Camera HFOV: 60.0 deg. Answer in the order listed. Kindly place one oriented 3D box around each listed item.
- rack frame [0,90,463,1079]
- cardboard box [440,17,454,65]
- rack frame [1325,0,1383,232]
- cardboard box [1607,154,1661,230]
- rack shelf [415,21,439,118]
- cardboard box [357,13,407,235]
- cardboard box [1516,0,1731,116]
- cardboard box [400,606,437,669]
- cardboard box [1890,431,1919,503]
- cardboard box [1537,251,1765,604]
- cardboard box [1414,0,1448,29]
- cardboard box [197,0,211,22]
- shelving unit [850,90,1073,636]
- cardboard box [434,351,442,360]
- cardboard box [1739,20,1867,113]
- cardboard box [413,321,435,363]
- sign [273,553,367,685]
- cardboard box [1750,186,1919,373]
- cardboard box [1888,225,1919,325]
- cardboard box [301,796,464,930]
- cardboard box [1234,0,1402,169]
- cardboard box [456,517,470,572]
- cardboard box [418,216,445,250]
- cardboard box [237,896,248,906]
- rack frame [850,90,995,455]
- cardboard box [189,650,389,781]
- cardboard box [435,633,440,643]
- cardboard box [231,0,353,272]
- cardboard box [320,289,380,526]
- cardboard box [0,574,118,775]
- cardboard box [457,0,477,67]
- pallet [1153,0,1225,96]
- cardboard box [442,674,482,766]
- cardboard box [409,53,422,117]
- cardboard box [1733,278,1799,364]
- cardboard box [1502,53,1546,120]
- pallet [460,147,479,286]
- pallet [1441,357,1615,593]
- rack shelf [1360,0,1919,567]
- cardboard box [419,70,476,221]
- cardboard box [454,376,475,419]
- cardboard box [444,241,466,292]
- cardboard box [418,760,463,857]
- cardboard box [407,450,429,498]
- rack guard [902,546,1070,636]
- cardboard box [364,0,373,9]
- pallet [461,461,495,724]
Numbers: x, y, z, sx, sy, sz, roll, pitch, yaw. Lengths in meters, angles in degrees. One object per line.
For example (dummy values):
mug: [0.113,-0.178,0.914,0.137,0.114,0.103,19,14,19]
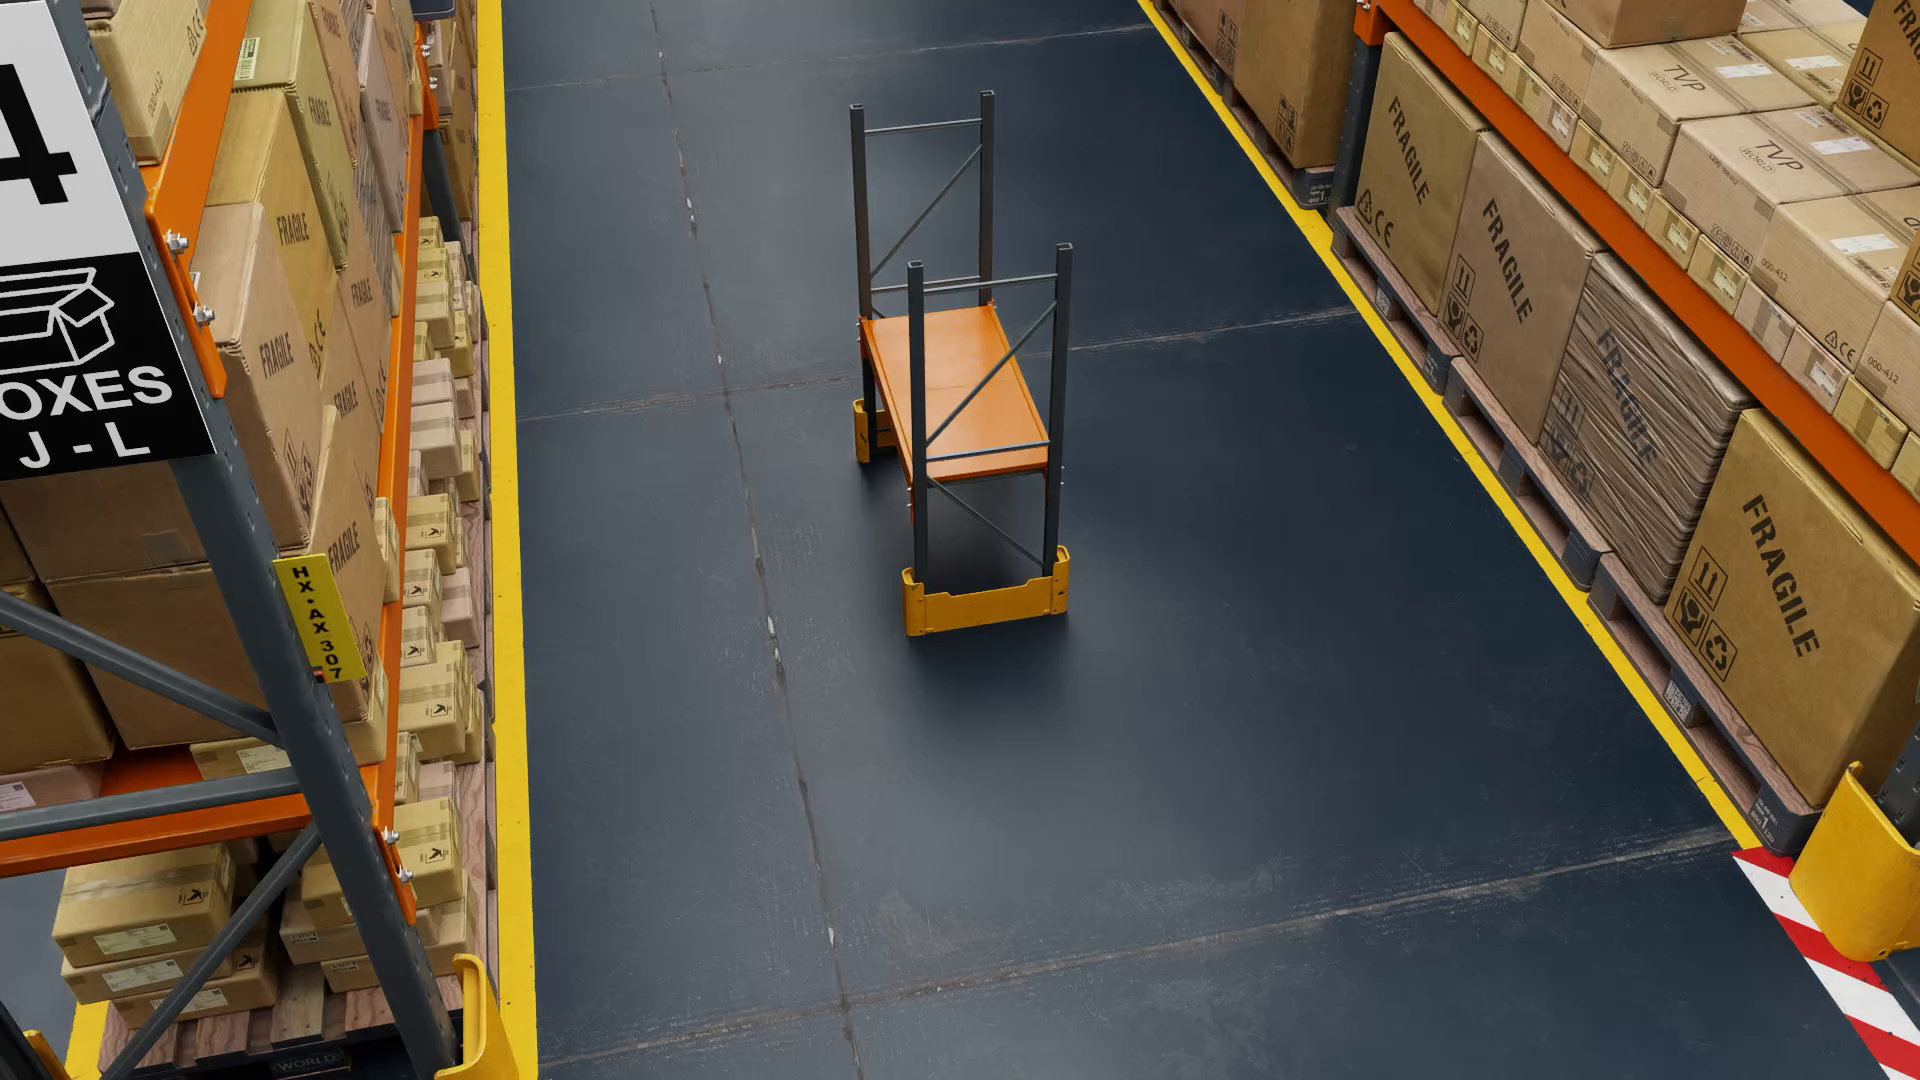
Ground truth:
rack frame: [-1.748,0.556,3.364,1.000,3.000,0.127,-8,42,-9]
cardboard box: [-2.631,-2.401,7.697,0.500,0.250,0.500,-7,42,-8]
rack frame: [2.253,-2.682,7.012,1.000,3.000,0.127,-8,42,-9]
cardboard box: [2.388,-1.170,5.498,0.380,0.149,0.250,-8,42,-8]
rack shelf: [-3.044,-3.064,7.984,1.077,0.370,4.000,-8,42,-9]
cardboard box: [-2.015,-1.253,5.103,0.500,0.500,0.500,-9,42,-10]
cardboard box: [2.318,-1.737,5.836,0.500,0.250,0.500,-7,42,-8]
cardboard box: [-1.770,0.362,4.965,0.380,0.149,0.250,-10,43,-11]
cardboard box: [2.718,-0.179,4.381,0.380,0.149,0.250,-8,42,-8]
cardboard box: [2.704,-0.445,5.776,0.875,0.875,0.875,-8,42,-9]
cardboard box: [2.049,-2.178,6.634,0.380,0.149,0.250,-10,43,-11]
cardboard box: [-1.705,-1.179,3.172,0.500,0.250,0.500,-7,42,-8]
shelving unit: [-0.016,-0.610,5.808,0.587,1.500,1.083,-8,42,-9]
cardboard box: [-2.129,-0.559,6.227,0.380,0.149,0.250,-8,42,-9]
cardboard box: [2.935,-1.494,5.562,0.500,0.250,0.500,-9,42,-10]
cardboard box: [-2.146,-0.657,6.114,0.380,0.149,0.250,-7,42,-8]
sign: [-1.219,0.154,3.164,0.100,0.325,0.005,-8,42,-9]
cardboard box: [2.644,-0.749,4.724,0.500,0.250,0.500,-9,42,-10]
cardboard box: [2.755,-0.703,4.106,0.500,0.500,0.500,-8,42,-9]
cardboard box: [-1.530,0.854,4.411,0.380,0.149,0.250,-10,43,-11]
cardboard box: [2.095,-2.456,8.042,1.225,0.875,0.875,-8,42,-9]
cardboard box: [-1.896,0.079,5.733,0.380,0.149,0.250,-8,42,-9]
cardboard box: [-2.281,-1.157,6.677,0.380,0.149,0.250,-7,42,-8]
cardboard box: [-2.220,1.002,4.693,0.380,0.149,0.250,-7,42,-8]
rack frame: [-0.128,-0.946,6.186,0.500,1.500,0.032,-8,42,-9]
cardboard box: [-1.498,0.393,3.737,0.380,0.149,0.250,-9,42,-10]
cardboard box: [-1.854,0.306,5.253,0.380,0.149,0.250,-10,43,-11]
cardboard box: [-1.792,-0.962,4.022,0.500,0.500,0.500,-9,42,-10]
cardboard box: [-1.716,-0.266,3.991,0.500,0.500,0.500,-8,42,-9]
cardboard box: [-2.097,0.153,3.519,0.500,0.500,0.500,-8,42,-8]
cardboard box: [-2.839,-2.785,8.695,0.500,0.500,0.500,-10,43,-11]
pallet: [1.746,-2.921,9.382,1.003,0.211,1.213,-8,42,-9]
cardboard box: [-1.694,0.580,5.168,0.380,0.149,0.250,-8,42,-9]
cardboard box: [-2.160,-1.640,6.027,0.380,0.149,0.250,-9,42,-10]
cardboard box: [2.554,-0.673,4.938,0.380,0.149,0.250,-8,42,-9]
cardboard box: [2.220,-1.672,6.063,0.380,0.149,0.250,-9,42,-10]
pallet: [-2.781,-1.498,7.779,1.003,0.211,1.213,-8,42,-9]
pallet: [2.608,-0.343,6.477,1.003,0.211,1.213,-8,42,-9]
rack shelf: [2.685,-1.117,5.790,1.077,0.370,4.000,-8,42,-9]
cardboard box: [-2.512,-1.776,7.558,0.500,0.500,0.500,-7,42,-8]
cardboard box: [-2.100,-0.580,6.475,0.380,0.149,0.250,-10,43,-11]
cardboard box: [-2.233,-1.080,6.815,0.380,0.149,0.250,-8,42,-8]
cardboard box: [-1.615,0.792,4.705,0.380,0.149,0.250,-9,42,-9]
cardboard box: [-1.981,-0.145,5.537,0.380,0.149,0.250,-8,42,-9]
rack guard: [0.091,0.180,5.859,0.587,0.250,0.087,-8,42,-9]
cardboard box: [-2.129,-1.959,5.145,0.500,0.500,0.500,-10,42,-11]
pallet: [-2.166,0.229,5.833,1.003,0.211,1.213,-8,42,-9]
